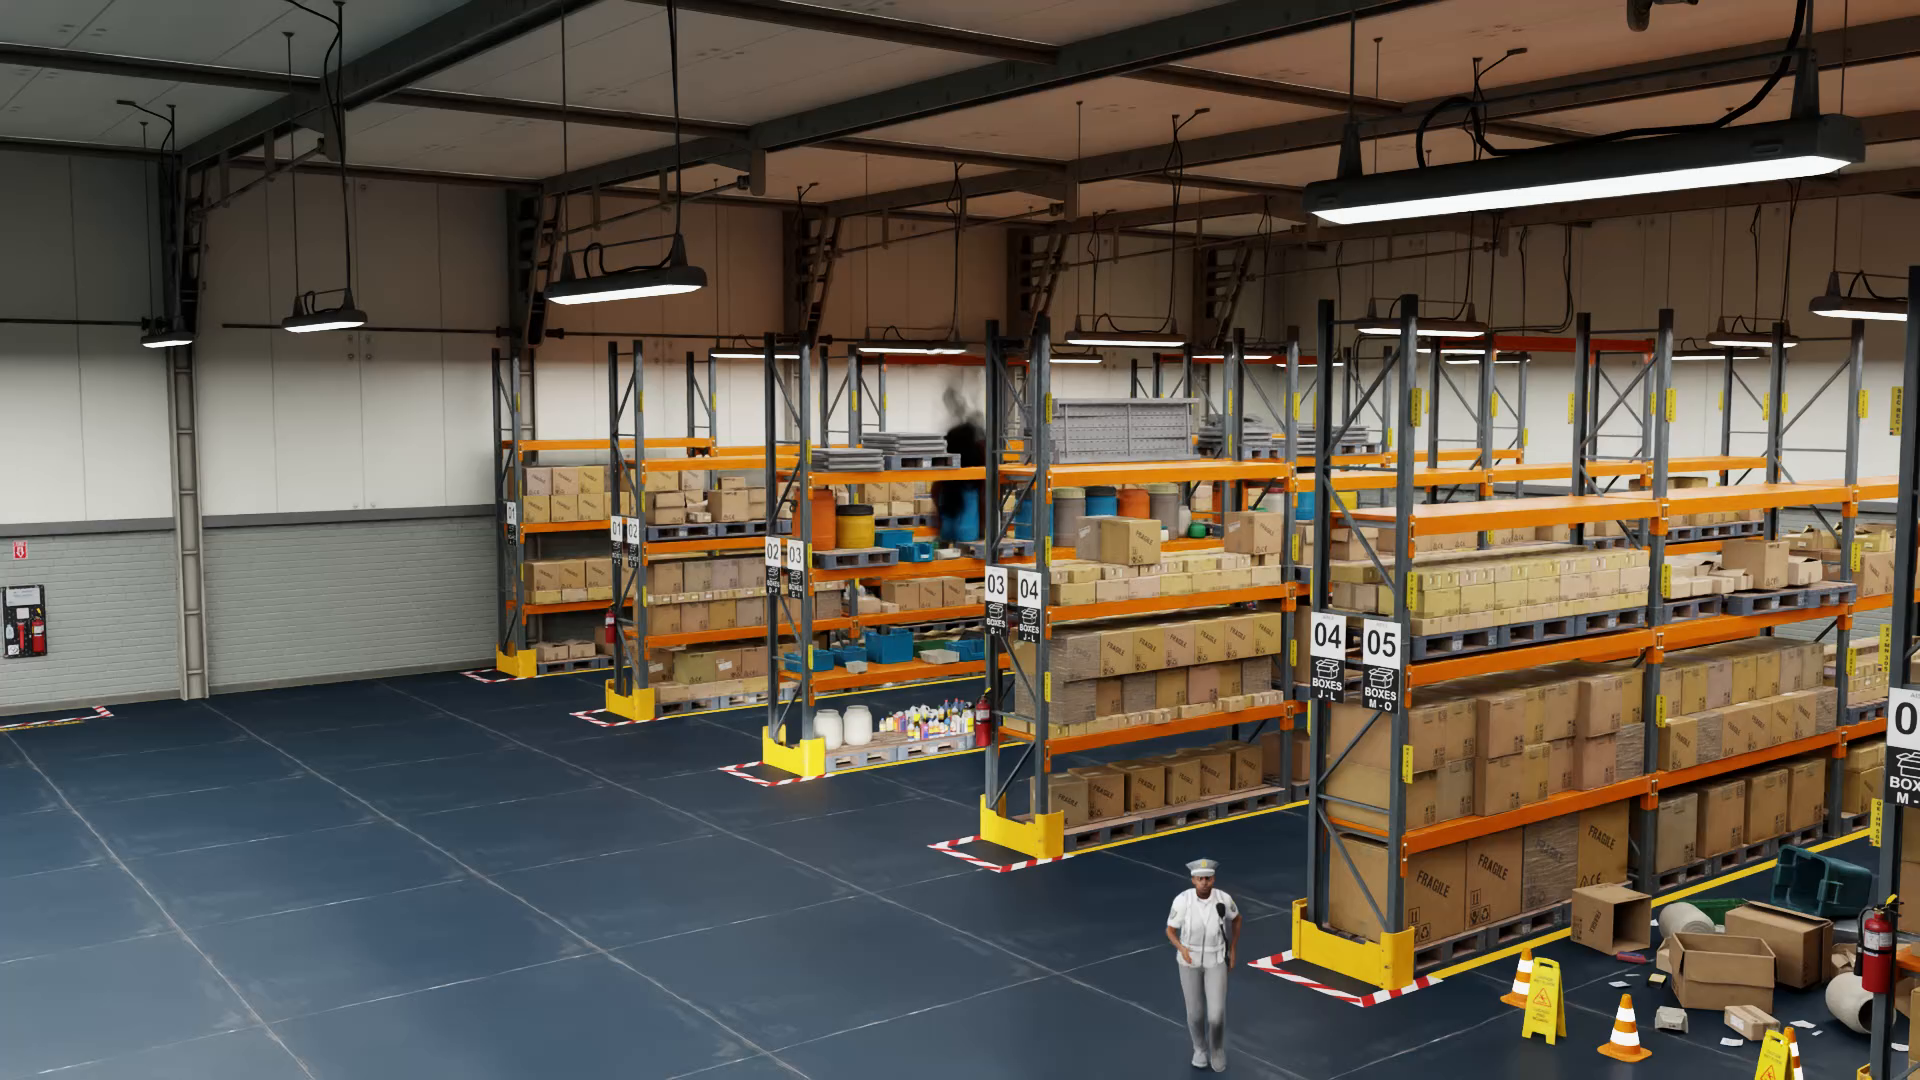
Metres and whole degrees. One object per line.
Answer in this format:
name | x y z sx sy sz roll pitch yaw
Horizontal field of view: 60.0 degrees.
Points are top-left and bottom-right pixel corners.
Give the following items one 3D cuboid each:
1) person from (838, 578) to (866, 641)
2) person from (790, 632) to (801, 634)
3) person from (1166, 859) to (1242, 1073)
person | -2.088 1.454 32.137 0.666 1.746 0.759 5 7 43
person | -3.001 1.604 31.413 0.539 1.598 0.871 4 6 37
person | 1.844 3.227 12.604 0.577 1.672 0.631 1 5 9
